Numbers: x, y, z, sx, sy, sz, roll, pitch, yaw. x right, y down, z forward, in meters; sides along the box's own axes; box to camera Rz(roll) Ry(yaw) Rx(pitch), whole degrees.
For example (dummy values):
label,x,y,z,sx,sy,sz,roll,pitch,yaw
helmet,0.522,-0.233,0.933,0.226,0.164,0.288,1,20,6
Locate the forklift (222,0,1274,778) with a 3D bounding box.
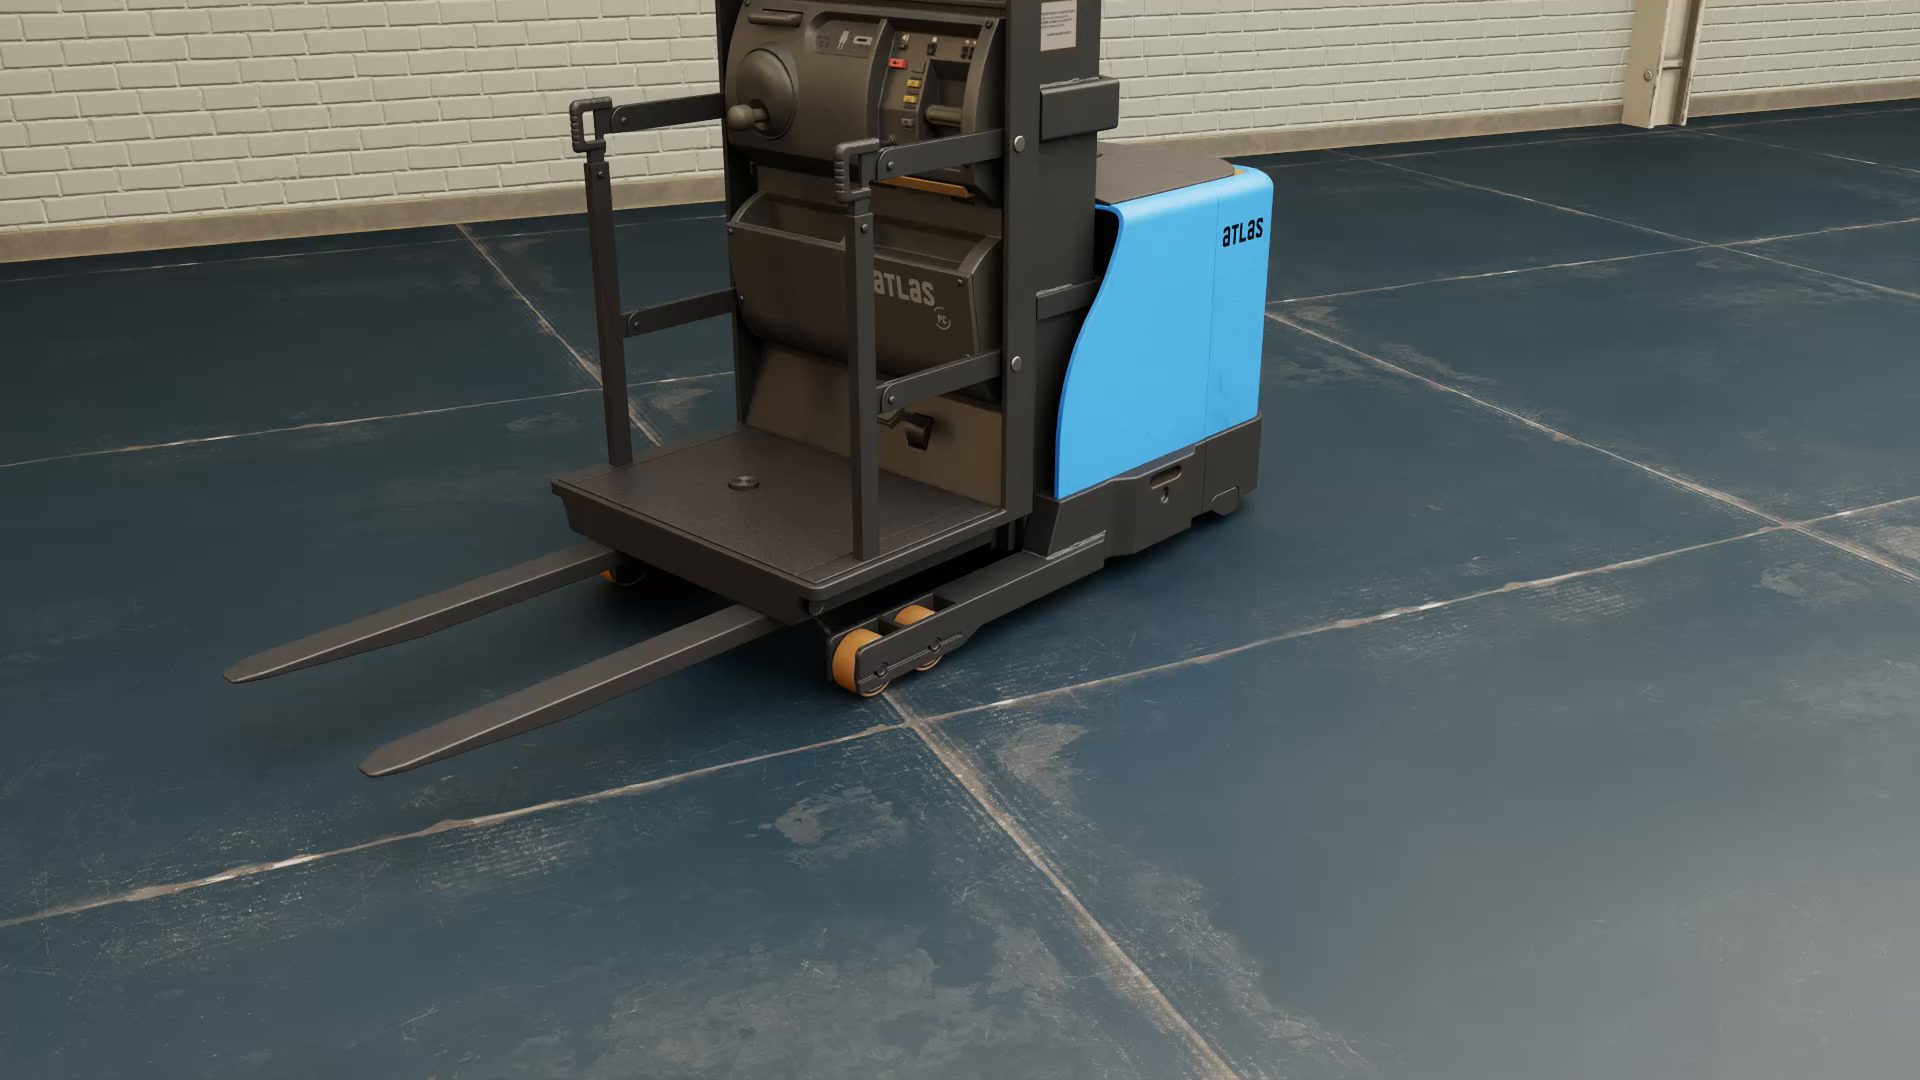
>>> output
label,x,y,z,sx,sy,sz,roll,pitch,yaw
forklift,-0.413,-1.182,4.131,1.130,2.935,3.031,19,29,39
